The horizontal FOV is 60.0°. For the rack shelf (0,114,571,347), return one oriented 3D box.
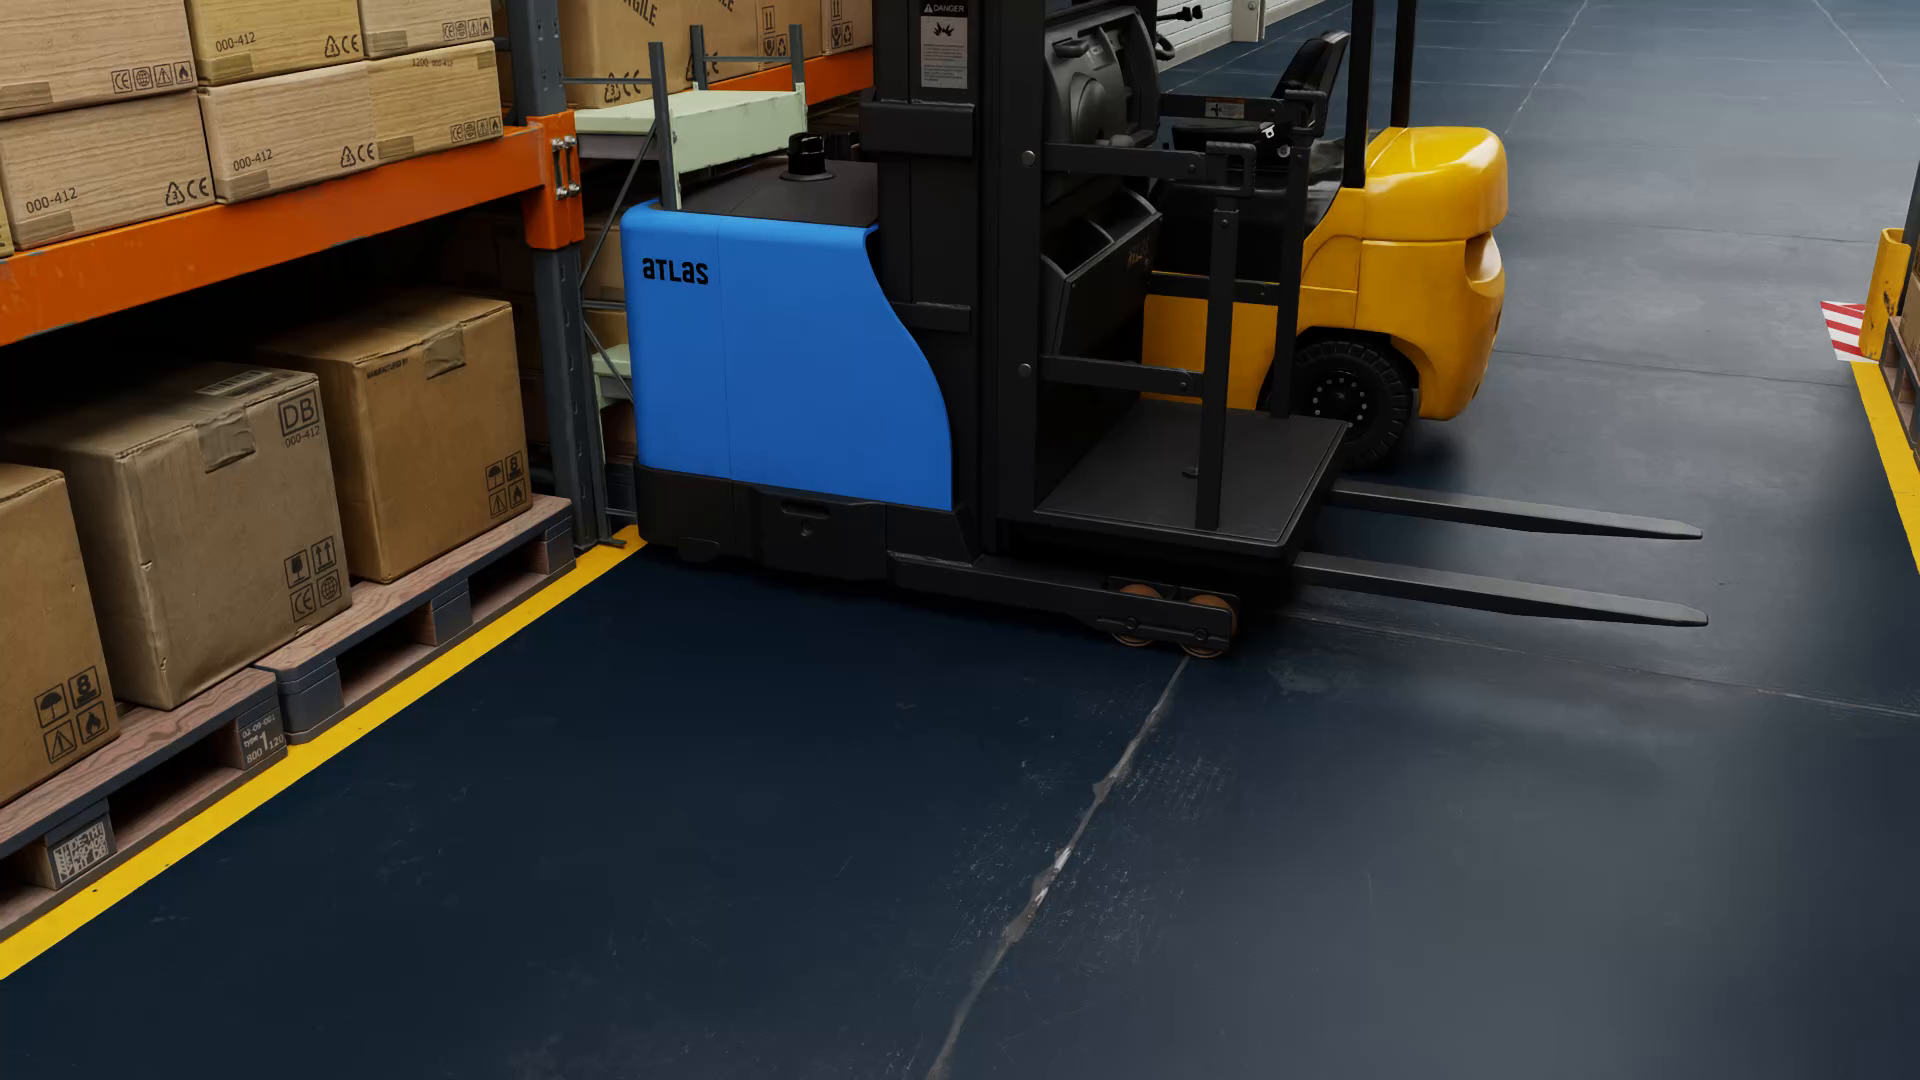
[{"bbox_3d":[-2.348,-0.388,3.221,1.077,0.370,4.000,9,24,20],"label":"rack shelf"}]

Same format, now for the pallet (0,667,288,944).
[{"bbox_3d":[-2.295,0.558,3.640,1.003,0.211,1.213,9,24,20],"label":"pallet"}]

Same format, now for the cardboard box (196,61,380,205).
[{"bbox_3d":[-1.731,-0.968,3.870,0.500,0.250,0.500,9,24,20],"label":"cardboard box"}]

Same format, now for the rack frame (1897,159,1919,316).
[{"bbox_3d":[4.490,-2.158,6.524,1.000,3.000,0.127,9,24,20],"label":"rack frame"}]

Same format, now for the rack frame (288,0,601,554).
[{"bbox_3d":[-1.606,-1.436,4.795,1.000,3.000,0.127,9,24,20],"label":"rack frame"}]

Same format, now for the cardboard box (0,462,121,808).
[{"bbox_3d":[-2.362,0.200,3.414,0.875,0.625,0.625,8,24,18],"label":"cardboard box"}]

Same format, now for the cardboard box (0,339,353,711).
[{"bbox_3d":[-2.084,-0.069,4.059,0.875,0.625,0.625,9,24,20],"label":"cardboard box"}]

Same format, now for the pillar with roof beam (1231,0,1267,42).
[{"bbox_3d":[7.239,-9.193,15.584,9.100,9.000,0.400,9,24,20],"label":"pillar with roof beam"}]

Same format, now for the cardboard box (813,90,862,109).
[{"bbox_3d":[-0.656,-1.929,7.702,0.500,0.250,0.500,9,24,20],"label":"cardboard box"}]

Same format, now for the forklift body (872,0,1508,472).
[{"bbox_3d":[0.870,-1.536,6.136,2.313,2.155,1.214,9,24,20],"label":"forklift body"}]

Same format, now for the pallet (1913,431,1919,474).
[{"bbox_3d":[3.673,-0.123,5.271,1.003,0.211,1.213,9,24,20],"label":"pallet"}]

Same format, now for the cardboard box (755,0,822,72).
[{"bbox_3d":[-0.833,-1.973,5.953,0.500,0.500,0.500,9,24,20],"label":"cardboard box"}]

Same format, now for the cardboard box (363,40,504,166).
[{"bbox_3d":[-1.550,-1.149,4.303,0.500,0.250,0.500,9,24,21],"label":"cardboard box"}]

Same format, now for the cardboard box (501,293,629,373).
[{"bbox_3d":[-1.139,-0.720,5.457,0.500,0.250,0.500,9,24,20],"label":"cardboard box"}]

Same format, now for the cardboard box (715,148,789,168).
[{"bbox_3d":[-0.761,-1.312,6.223,0.500,0.250,0.500,10,25,22],"label":"cardboard box"}]

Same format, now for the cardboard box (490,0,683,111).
[{"bbox_3d":[-1.198,-1.603,5.067,0.500,0.500,0.500,8,24,19],"label":"cardboard box"}]

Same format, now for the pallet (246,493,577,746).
[{"bbox_3d":[-1.843,0.120,4.688,1.003,0.211,1.213,9,24,20],"label":"pallet"}]

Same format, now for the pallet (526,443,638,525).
[{"bbox_3d":[-1.271,-0.428,6.000,1.003,0.211,1.213,9,24,20],"label":"pallet"}]

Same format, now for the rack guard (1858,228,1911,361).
[{"bbox_3d":[4.462,-0.977,6.941,1.175,0.500,0.348,9,24,20],"label":"rack guard"}]

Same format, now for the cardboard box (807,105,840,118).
[{"bbox_3d":[-0.852,-1.752,7.278,0.500,0.250,0.500,9,24,20],"label":"cardboard box"}]

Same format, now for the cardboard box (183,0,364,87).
[{"bbox_3d":[-1.735,-1.200,3.776,0.500,0.250,0.500,8,24,19],"label":"cardboard box"}]

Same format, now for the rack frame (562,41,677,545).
[{"bbox_3d":[-0.968,-0.676,4.865,0.400,1.500,0.023,8,22,25],"label":"rack frame"}]

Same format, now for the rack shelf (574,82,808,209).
[{"bbox_3d":[-0.822,-1.161,5.036,0.431,0.370,0.720,8,22,25],"label":"rack shelf"}]

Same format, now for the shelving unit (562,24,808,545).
[{"bbox_3d":[-0.809,-0.795,5.171,0.431,1.500,0.755,8,22,25],"label":"shelving unit"}]

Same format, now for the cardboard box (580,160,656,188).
[{"bbox_3d":[-1.428,-1.209,5.979,0.500,0.250,0.500,8,24,19],"label":"cardboard box"}]

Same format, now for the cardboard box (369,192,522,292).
[{"bbox_3d":[-1.602,-1.026,5.540,0.500,0.250,0.500,9,24,21],"label":"cardboard box"}]

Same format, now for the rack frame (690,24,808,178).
[{"bbox_3d":[-0.649,-0.915,5.478,0.400,1.500,0.023,8,22,25],"label":"rack frame"}]

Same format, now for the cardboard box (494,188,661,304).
[{"bbox_3d":[-1.135,-0.950,5.359,0.500,0.250,0.500,8,24,19],"label":"cardboard box"}]

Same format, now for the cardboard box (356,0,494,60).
[{"bbox_3d":[-1.551,-1.385,4.220,0.500,0.250,0.500,8,24,19],"label":"cardboard box"}]

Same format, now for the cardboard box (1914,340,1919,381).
[{"bbox_3d":[3.737,-0.652,5.942,0.500,0.250,0.500,10,25,22],"label":"cardboard box"}]

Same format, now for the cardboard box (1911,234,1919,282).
[{"bbox_3d":[3.925,-1.171,6.212,0.500,0.500,0.500,8,24,18],"label":"cardboard box"}]

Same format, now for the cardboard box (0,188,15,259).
[{"bbox_3d":[-2.129,-0.609,3.011,0.500,0.250,0.500,10,25,22],"label":"cardboard box"}]

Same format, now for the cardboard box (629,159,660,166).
[{"bbox_3d":[-1.228,-1.388,6.408,0.500,0.250,0.500,9,24,20],"label":"cardboard box"}]

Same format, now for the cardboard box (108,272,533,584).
[{"bbox_3d":[-1.789,-0.345,4.721,0.875,0.625,0.625,10,25,22],"label":"cardboard box"}]

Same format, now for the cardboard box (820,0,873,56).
[{"bbox_3d":[-0.627,-2.150,6.377,0.500,0.500,0.500,9,24,20],"label":"cardboard box"}]

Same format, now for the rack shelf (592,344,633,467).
[{"bbox_3d":[-0.798,-0.490,5.284,0.431,0.370,0.720,8,22,25],"label":"rack shelf"}]

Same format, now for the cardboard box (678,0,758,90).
[{"bbox_3d":[-1.020,-1.792,5.519,0.500,0.500,0.500,9,24,21],"label":"cardboard box"}]

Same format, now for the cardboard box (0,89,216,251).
[{"bbox_3d":[-1.944,-0.795,3.455,0.500,0.250,0.500,9,24,20],"label":"cardboard box"}]

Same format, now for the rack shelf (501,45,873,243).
[{"bbox_3d":[-0.863,-1.819,6.648,1.077,0.370,4.000,9,24,20],"label":"rack shelf"}]

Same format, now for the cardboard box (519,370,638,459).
[{"bbox_3d":[-1.118,-0.486,5.545,0.500,0.250,0.500,9,24,21],"label":"cardboard box"}]

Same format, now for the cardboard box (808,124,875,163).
[{"bbox_3d":[-0.559,-1.498,6.671,0.500,0.250,0.500,8,24,19],"label":"cardboard box"}]

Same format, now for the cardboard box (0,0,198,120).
[{"bbox_3d":[-1.930,-1.018,3.341,0.500,0.250,0.500,9,24,21],"label":"cardboard box"}]

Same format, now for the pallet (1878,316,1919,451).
[{"bbox_3d":[4.127,-0.558,6.313,1.003,0.211,1.213,9,24,20],"label":"pallet"}]

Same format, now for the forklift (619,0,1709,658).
[{"bbox_3d":[0.582,-1.266,4.477,3.031,2.935,1.130,8,24,19],"label":"forklift"}]

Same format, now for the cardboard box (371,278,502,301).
[{"bbox_3d":[-1.615,-0.795,5.635,0.500,0.250,0.500,8,24,19],"label":"cardboard box"}]

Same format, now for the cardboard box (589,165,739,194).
[{"bbox_3d":[-0.935,-1.132,5.793,0.500,0.250,0.500,9,24,20],"label":"cardboard box"}]

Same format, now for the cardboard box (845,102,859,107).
[{"bbox_3d":[-0.185,-1.861,7.538,0.500,0.250,0.500,9,24,21],"label":"cardboard box"}]

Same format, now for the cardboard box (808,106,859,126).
[{"bbox_3d":[-0.364,-1.679,7.102,0.500,0.250,0.500,9,24,21],"label":"cardboard box"}]

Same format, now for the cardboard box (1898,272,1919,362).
[{"bbox_3d":[3.934,-0.834,6.377,0.500,0.250,0.500,9,24,20],"label":"cardboard box"}]
